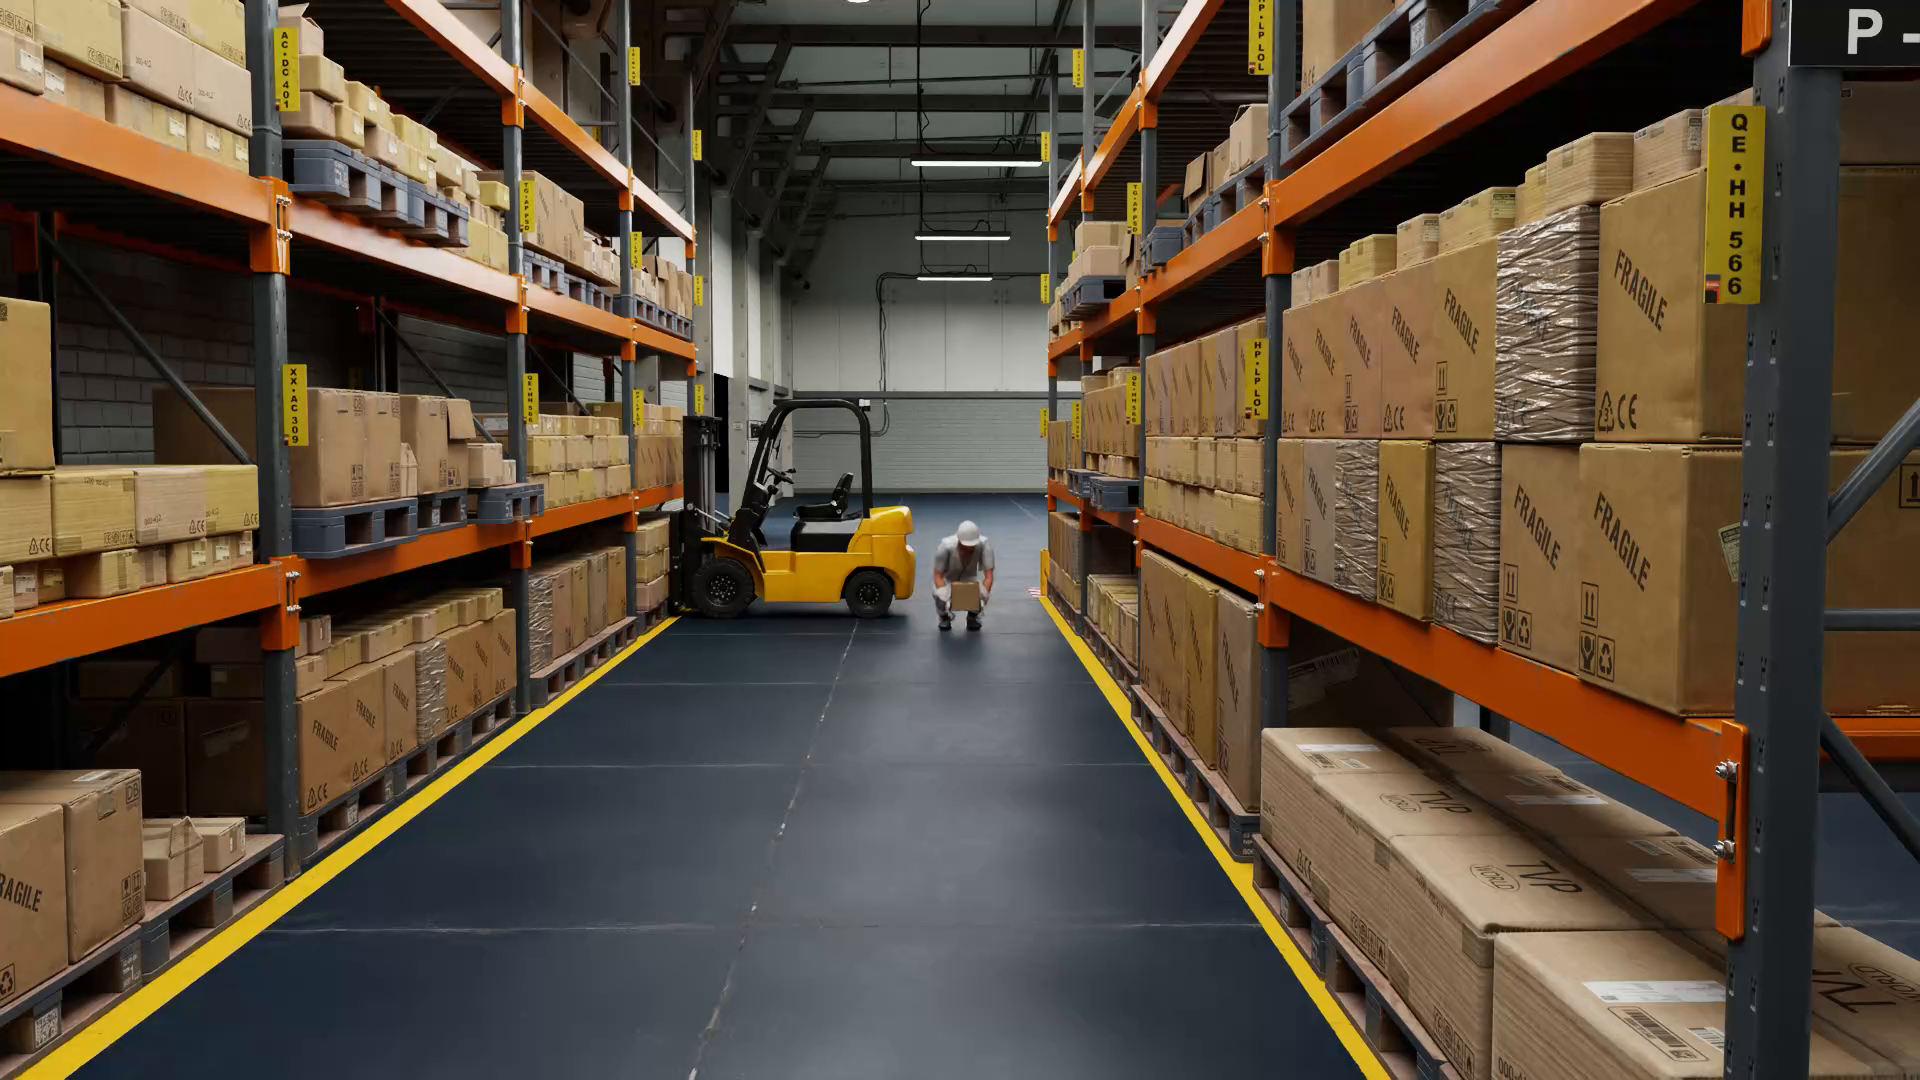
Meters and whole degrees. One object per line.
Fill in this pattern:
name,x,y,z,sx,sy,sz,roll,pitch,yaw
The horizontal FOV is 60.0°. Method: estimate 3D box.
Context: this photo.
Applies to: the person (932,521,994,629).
person,0.026,0.323,15.479,0.576,1.026,0.804,0,4,-4
